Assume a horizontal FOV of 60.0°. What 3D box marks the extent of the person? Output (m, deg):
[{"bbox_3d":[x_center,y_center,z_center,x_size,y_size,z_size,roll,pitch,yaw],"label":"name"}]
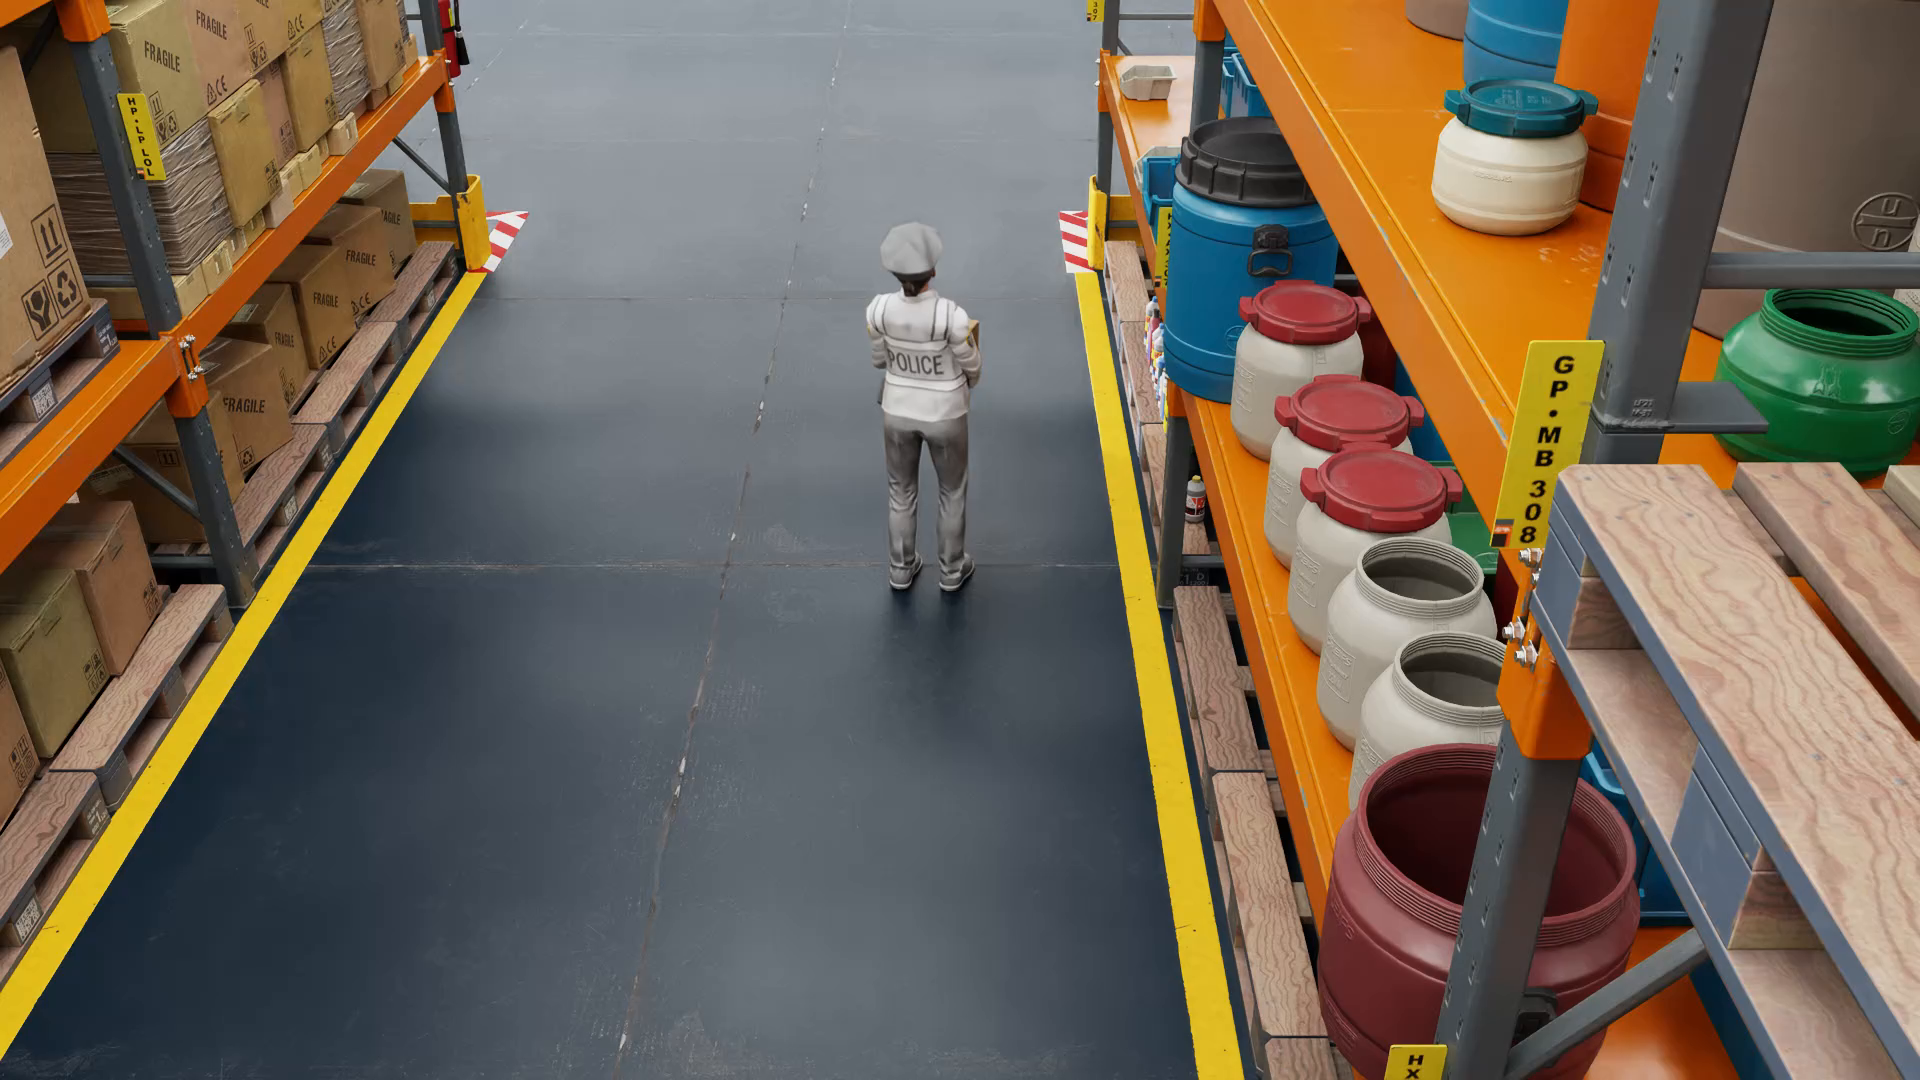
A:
[{"bbox_3d":[-0.134,-0.560,7.012,0.465,1.691,0.554,8,33,13],"label":"person"}]
